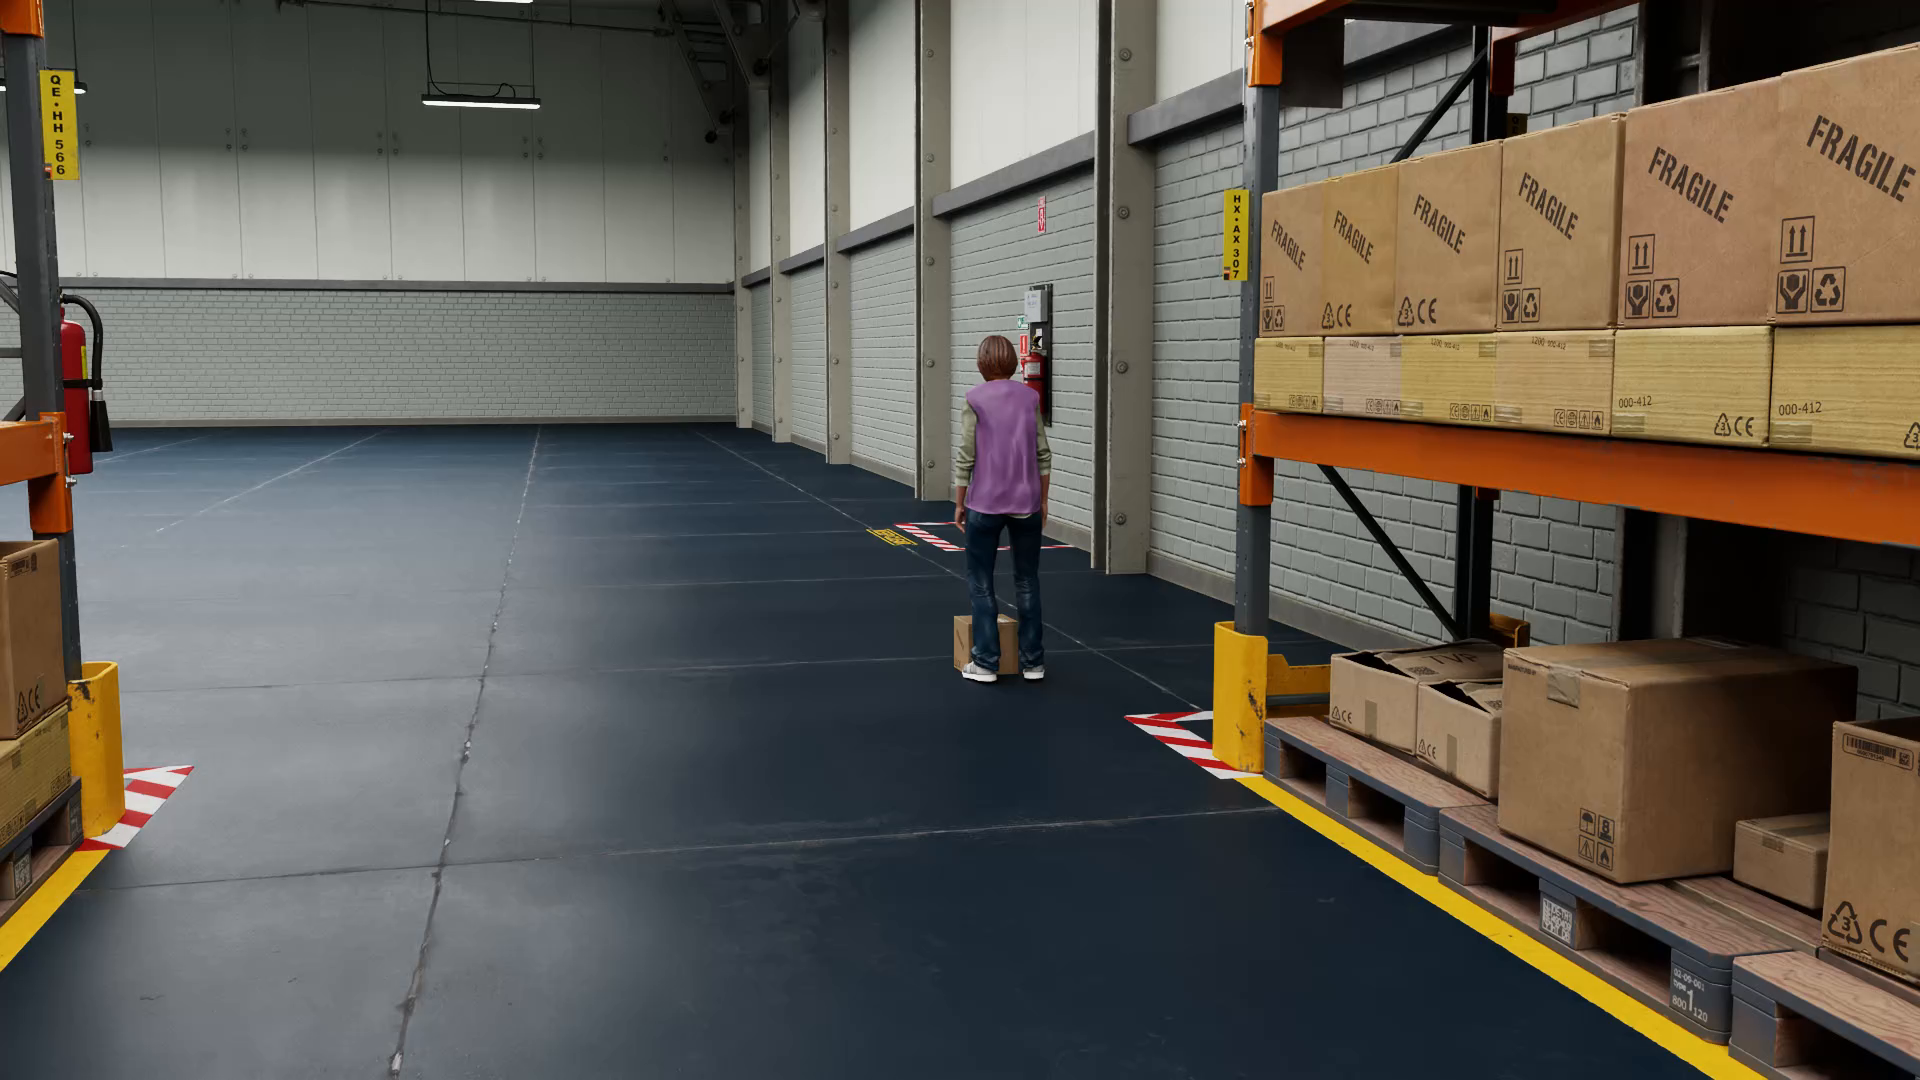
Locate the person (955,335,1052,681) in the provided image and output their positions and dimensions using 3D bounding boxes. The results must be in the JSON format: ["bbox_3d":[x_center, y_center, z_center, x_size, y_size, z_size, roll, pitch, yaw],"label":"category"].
[{"bbox_3d":[0.195,-0.120,7.647,0.460,1.552,0.345,-2,7,-15],"label":"person"}]
